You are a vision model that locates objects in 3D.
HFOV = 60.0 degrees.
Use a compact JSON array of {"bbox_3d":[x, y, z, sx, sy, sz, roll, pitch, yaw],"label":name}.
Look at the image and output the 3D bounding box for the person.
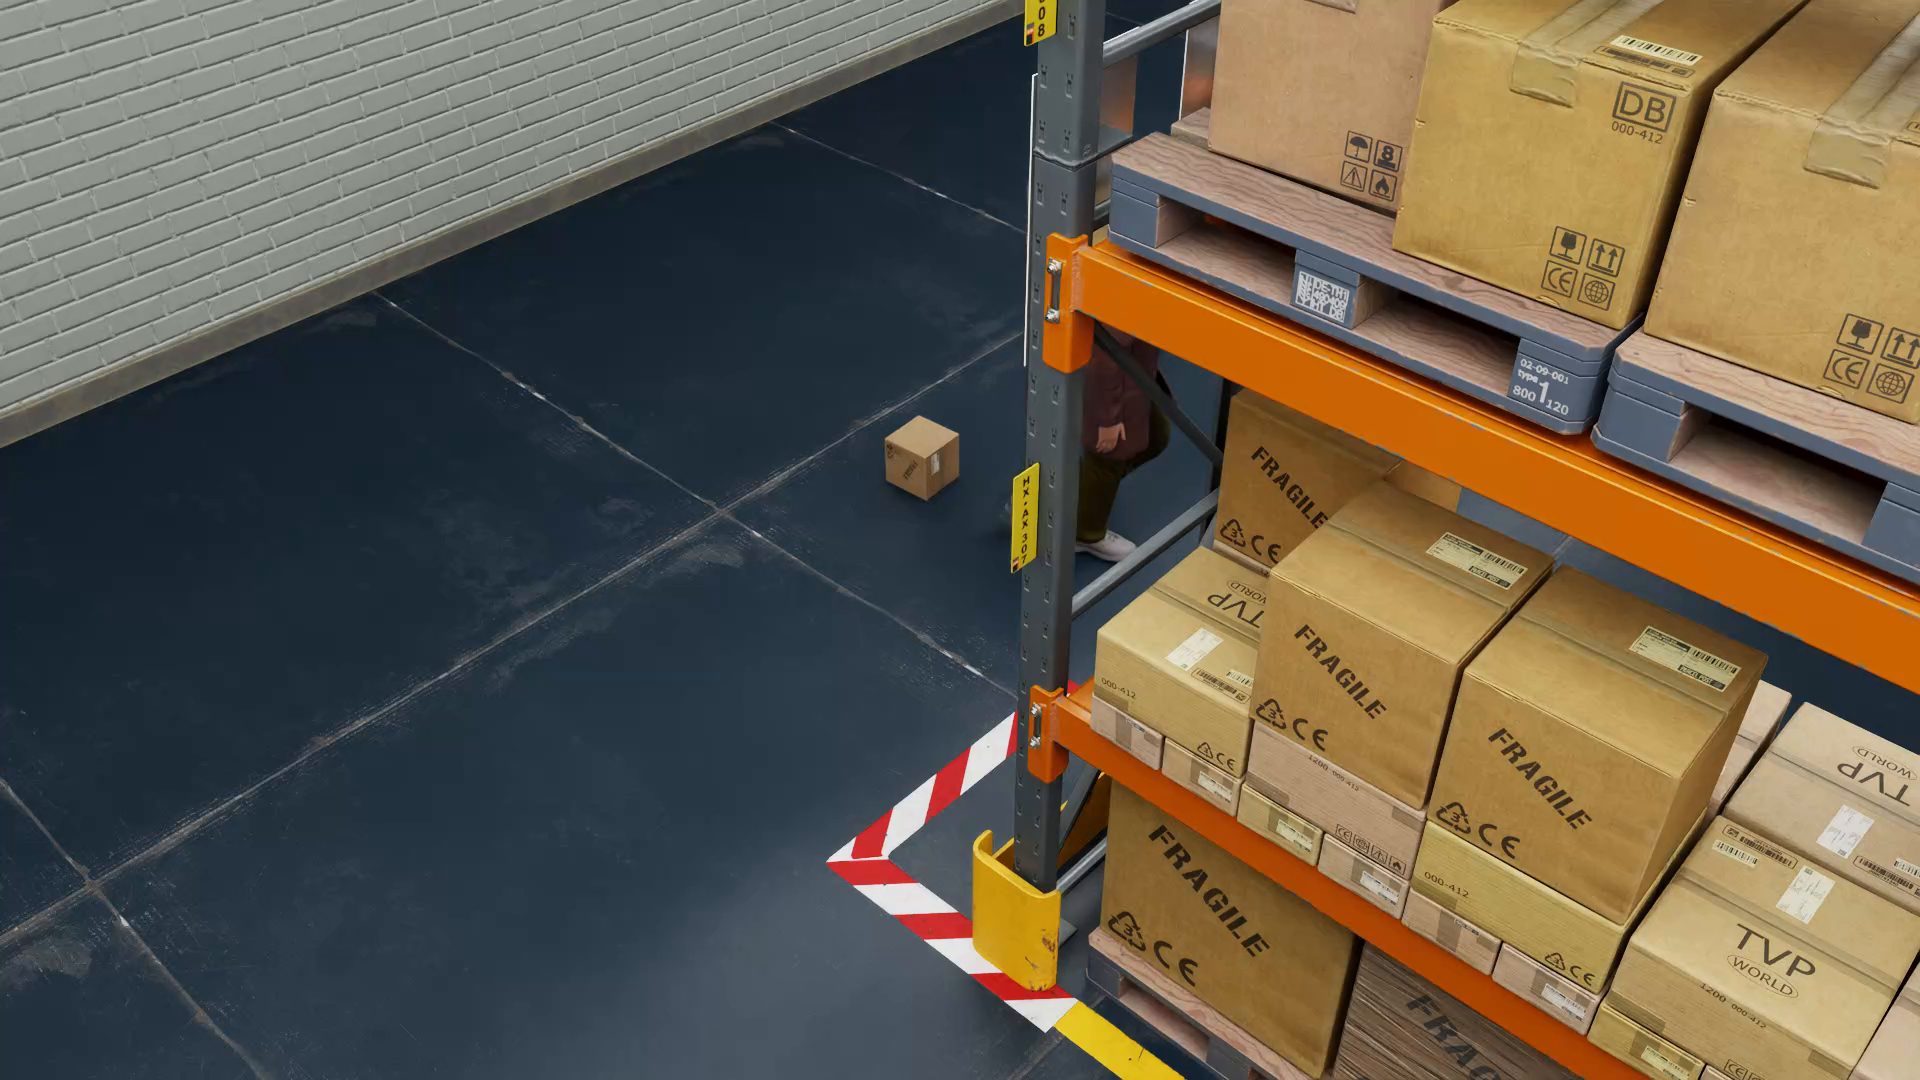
[{"bbox_3d":[0.634,-0.644,6.944,0.552,1.769,0.619,10,40,12],"label":"person"}]
